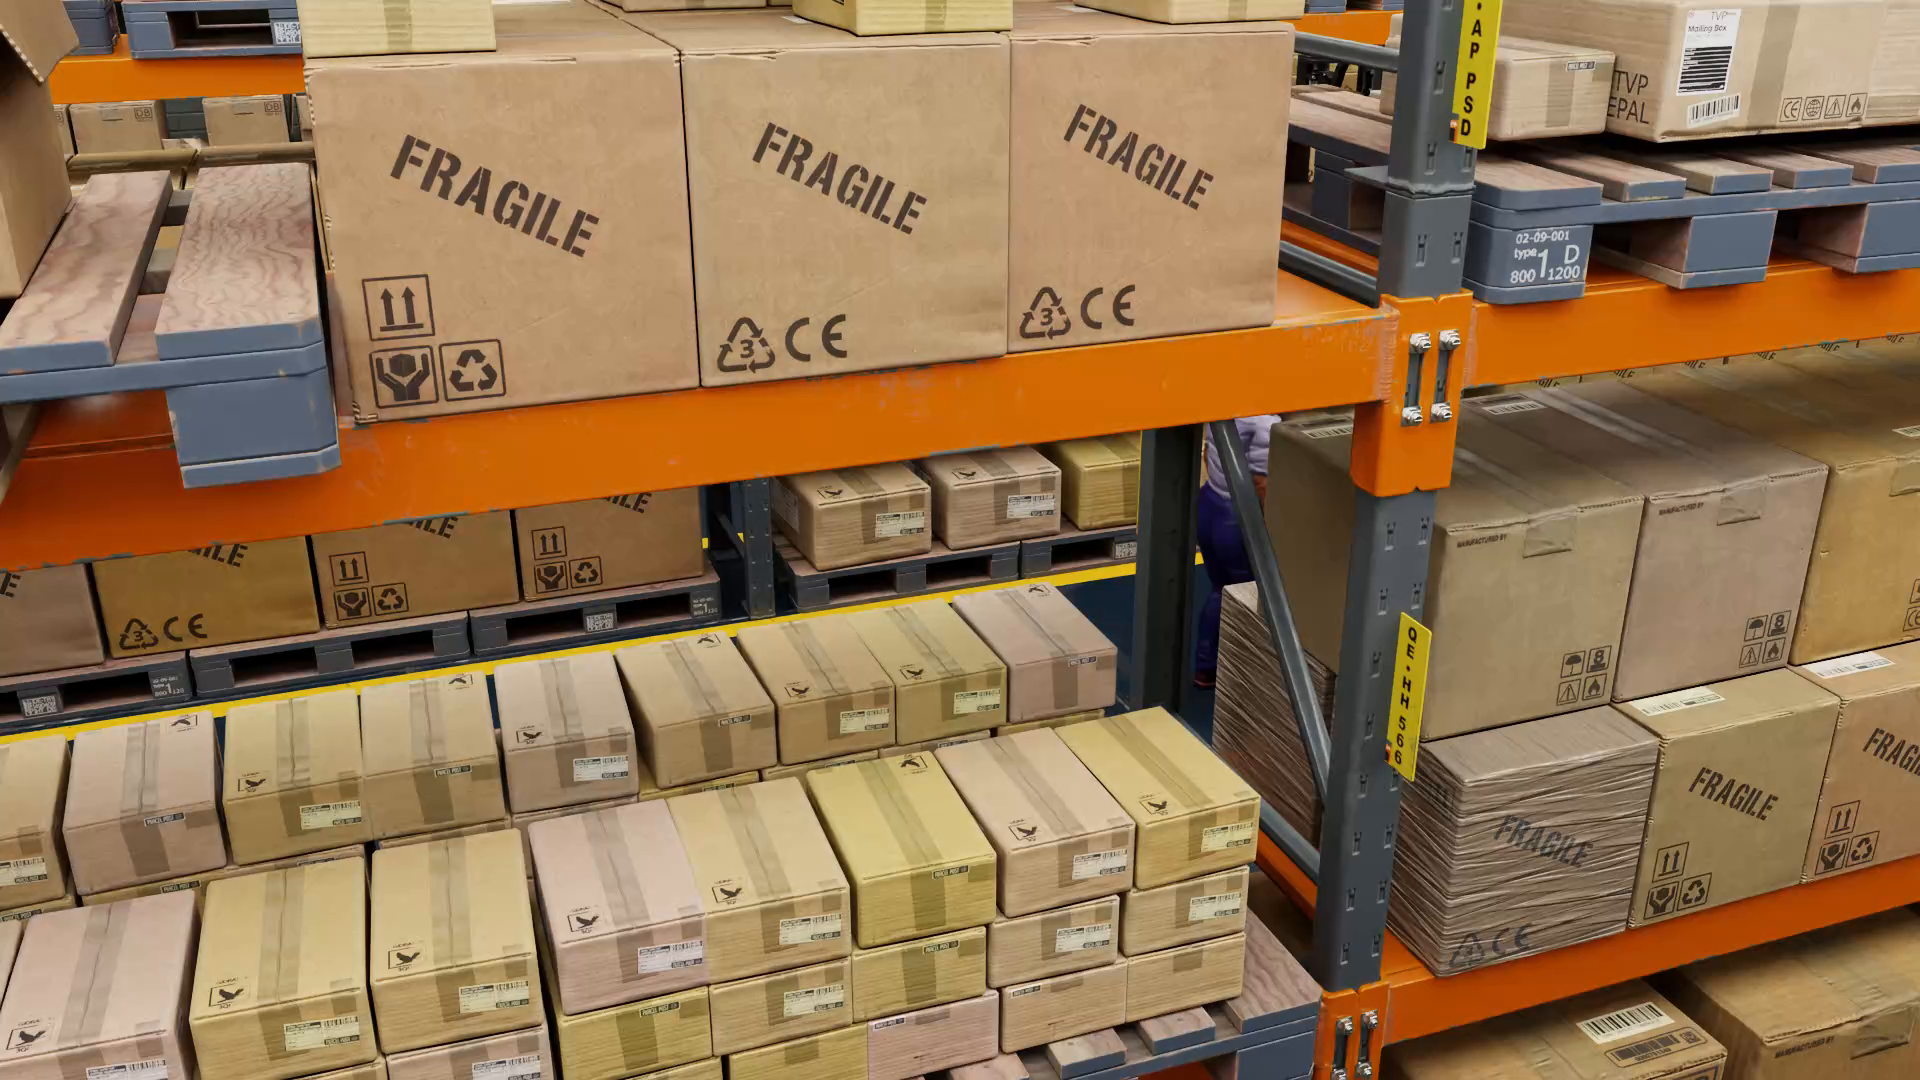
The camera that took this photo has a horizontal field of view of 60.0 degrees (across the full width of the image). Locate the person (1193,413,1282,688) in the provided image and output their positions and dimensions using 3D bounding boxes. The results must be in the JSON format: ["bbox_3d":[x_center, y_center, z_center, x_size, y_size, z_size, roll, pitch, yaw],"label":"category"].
[{"bbox_3d":[1.234,-0.059,7.243,0.368,1.654,0.532,-9,24,-21],"label":"person"}]
